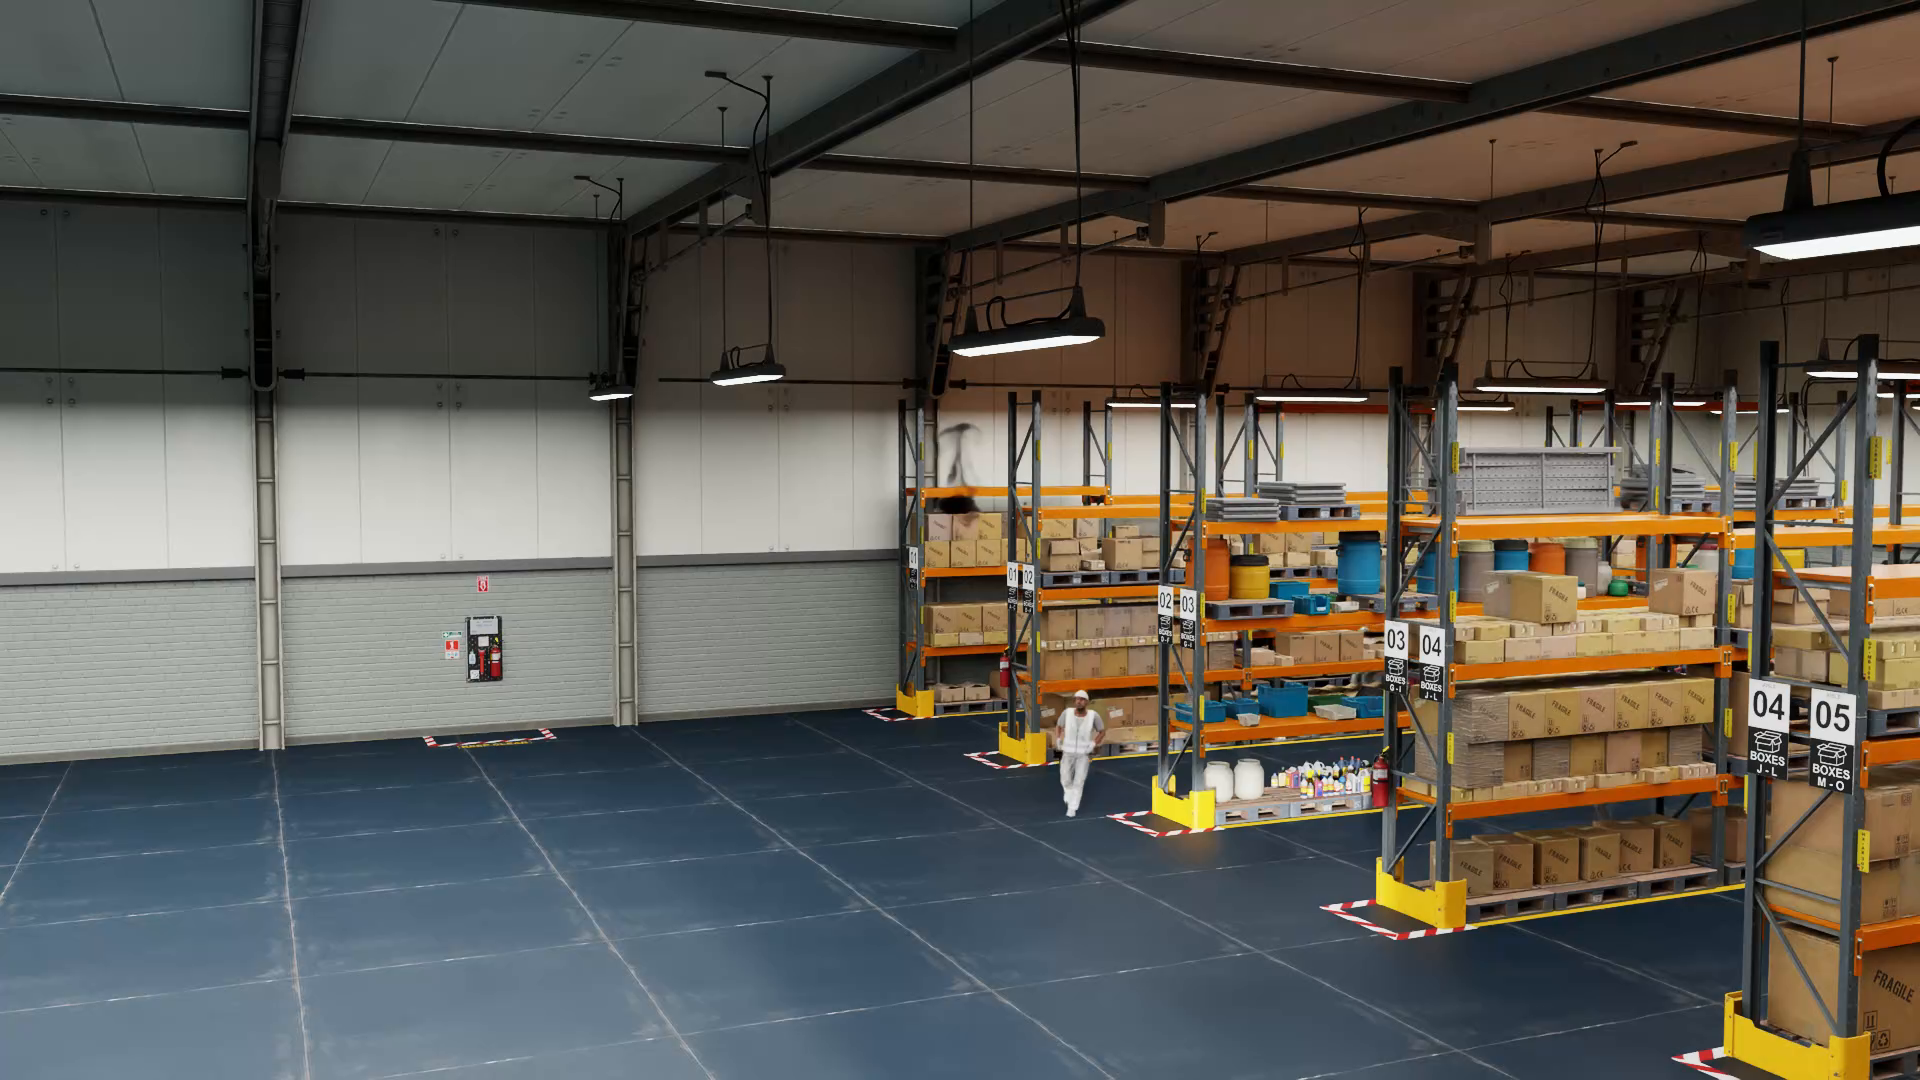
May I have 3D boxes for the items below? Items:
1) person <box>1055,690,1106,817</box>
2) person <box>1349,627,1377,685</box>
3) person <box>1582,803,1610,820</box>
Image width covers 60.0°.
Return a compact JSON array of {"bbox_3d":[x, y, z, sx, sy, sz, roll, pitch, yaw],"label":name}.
[{"bbox_3d":[1.670,2.947,23.159,0.706,1.738,0.618,1,3,13],"label":"person"},{"bbox_3d":[7.731,2.476,31.896,0.583,1.634,0.586,-2,4,-26],"label":"person"},{"bbox_3d":[8.256,3.090,21.742,0.703,1.611,0.562,-2,4,-26],"label":"person"}]
